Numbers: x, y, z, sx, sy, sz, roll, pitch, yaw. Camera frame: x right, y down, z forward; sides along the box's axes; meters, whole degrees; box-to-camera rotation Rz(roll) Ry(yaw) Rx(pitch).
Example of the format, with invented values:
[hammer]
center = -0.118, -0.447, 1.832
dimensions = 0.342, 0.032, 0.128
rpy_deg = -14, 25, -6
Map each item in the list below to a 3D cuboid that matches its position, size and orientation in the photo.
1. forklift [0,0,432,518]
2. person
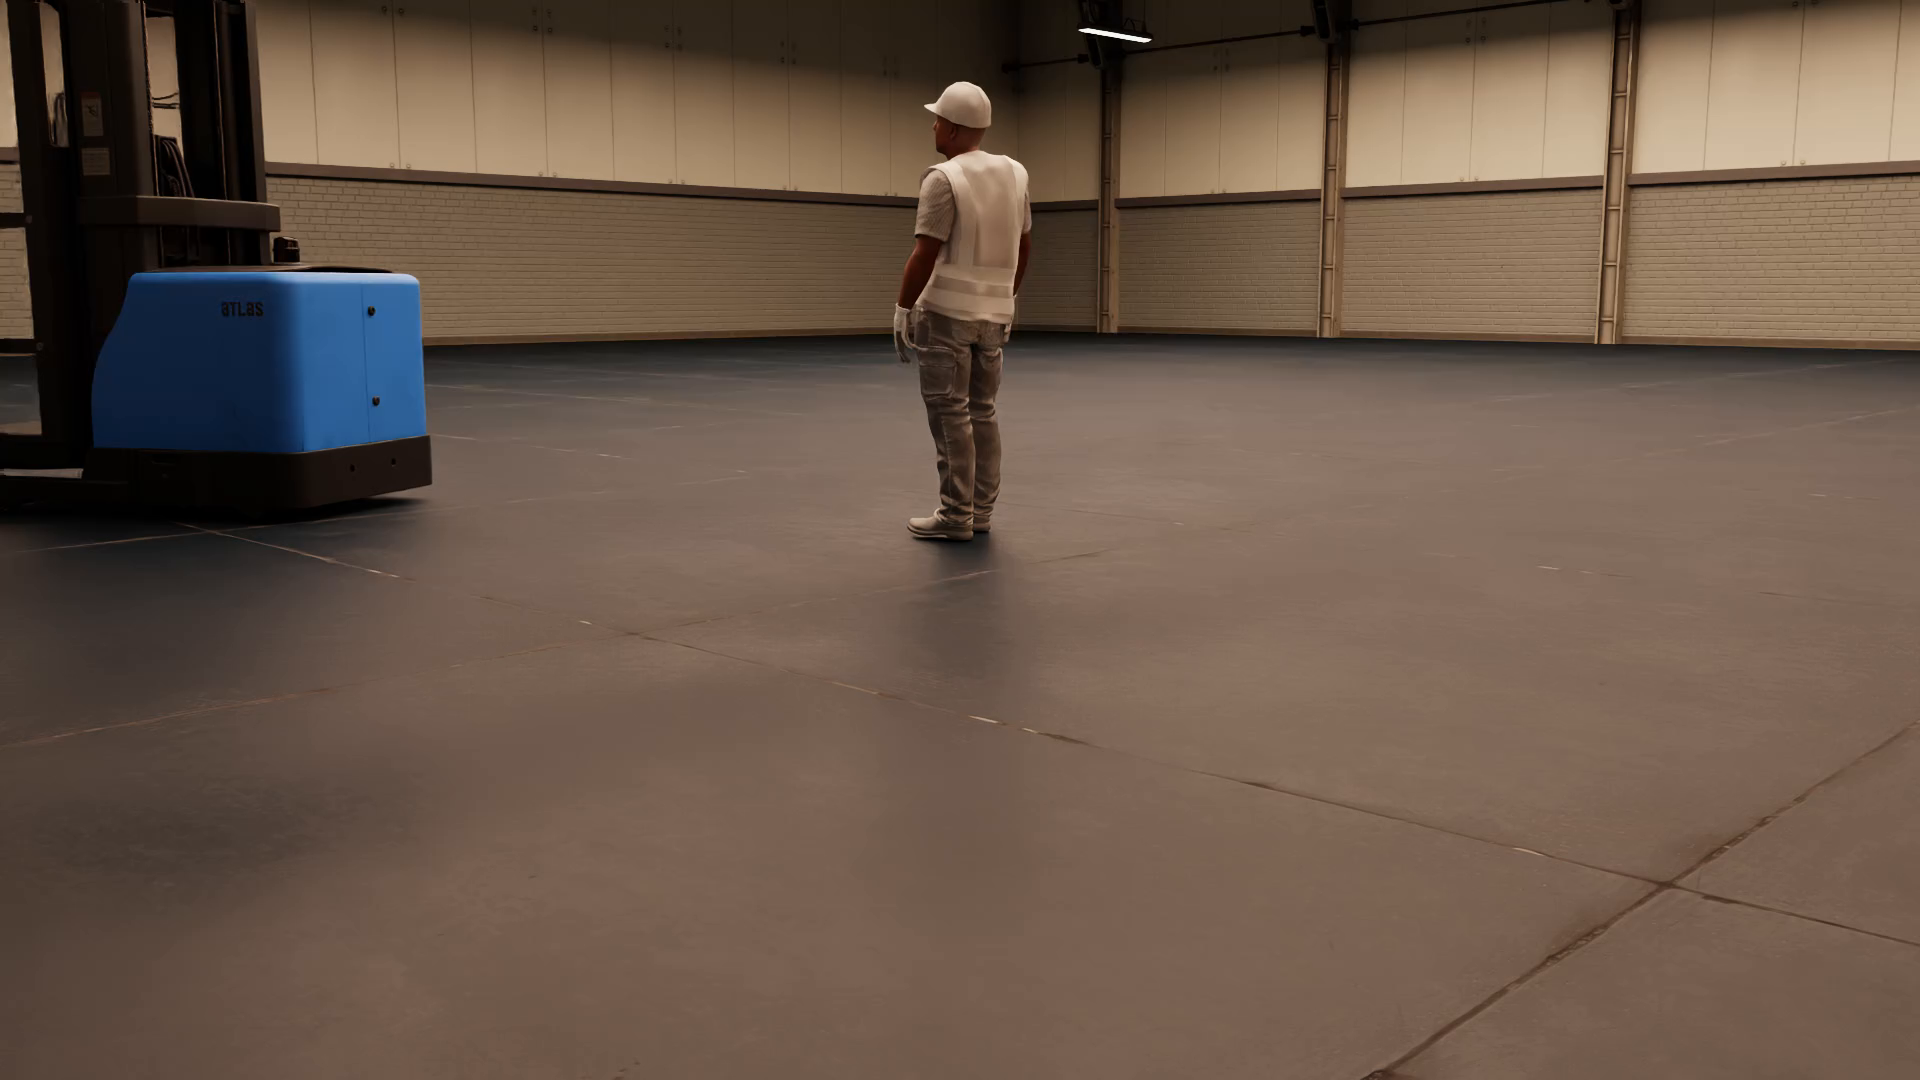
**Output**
[forklift]
center = -4.118, -1.644, 7.792
dimensions = 3.031, 2.935, 1.130
rpy_deg = 3, 9, 16
[person]
center = -0.045, -0.897, 6.639
dimensions = 0.577, 1.782, 0.656
rpy_deg = 8, 12, 43
